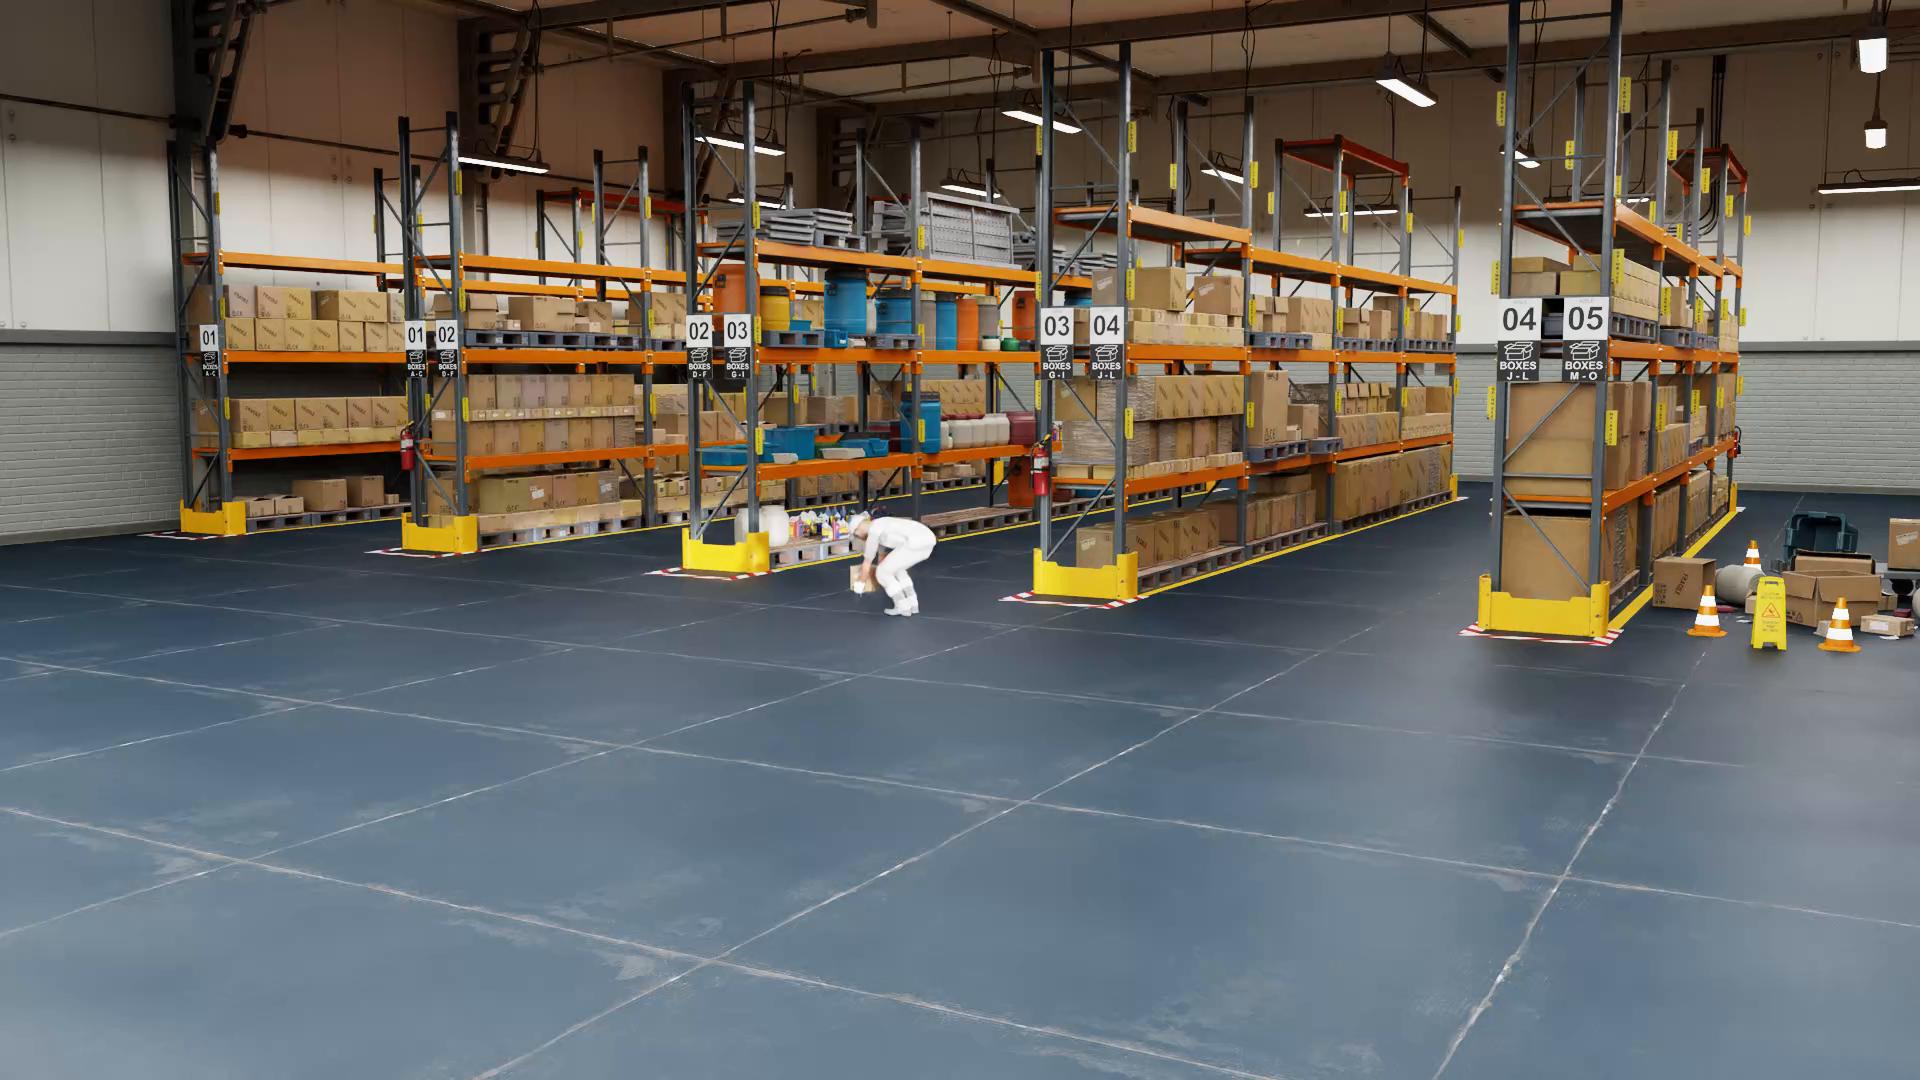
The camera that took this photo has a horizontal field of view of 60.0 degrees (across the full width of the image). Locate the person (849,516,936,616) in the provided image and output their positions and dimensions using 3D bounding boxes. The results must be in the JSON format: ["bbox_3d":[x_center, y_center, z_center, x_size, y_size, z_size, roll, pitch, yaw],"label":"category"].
[{"bbox_3d":[-0.724,0.260,17.269,0.957,1.004,0.531,3,7,26],"label":"person"}]
